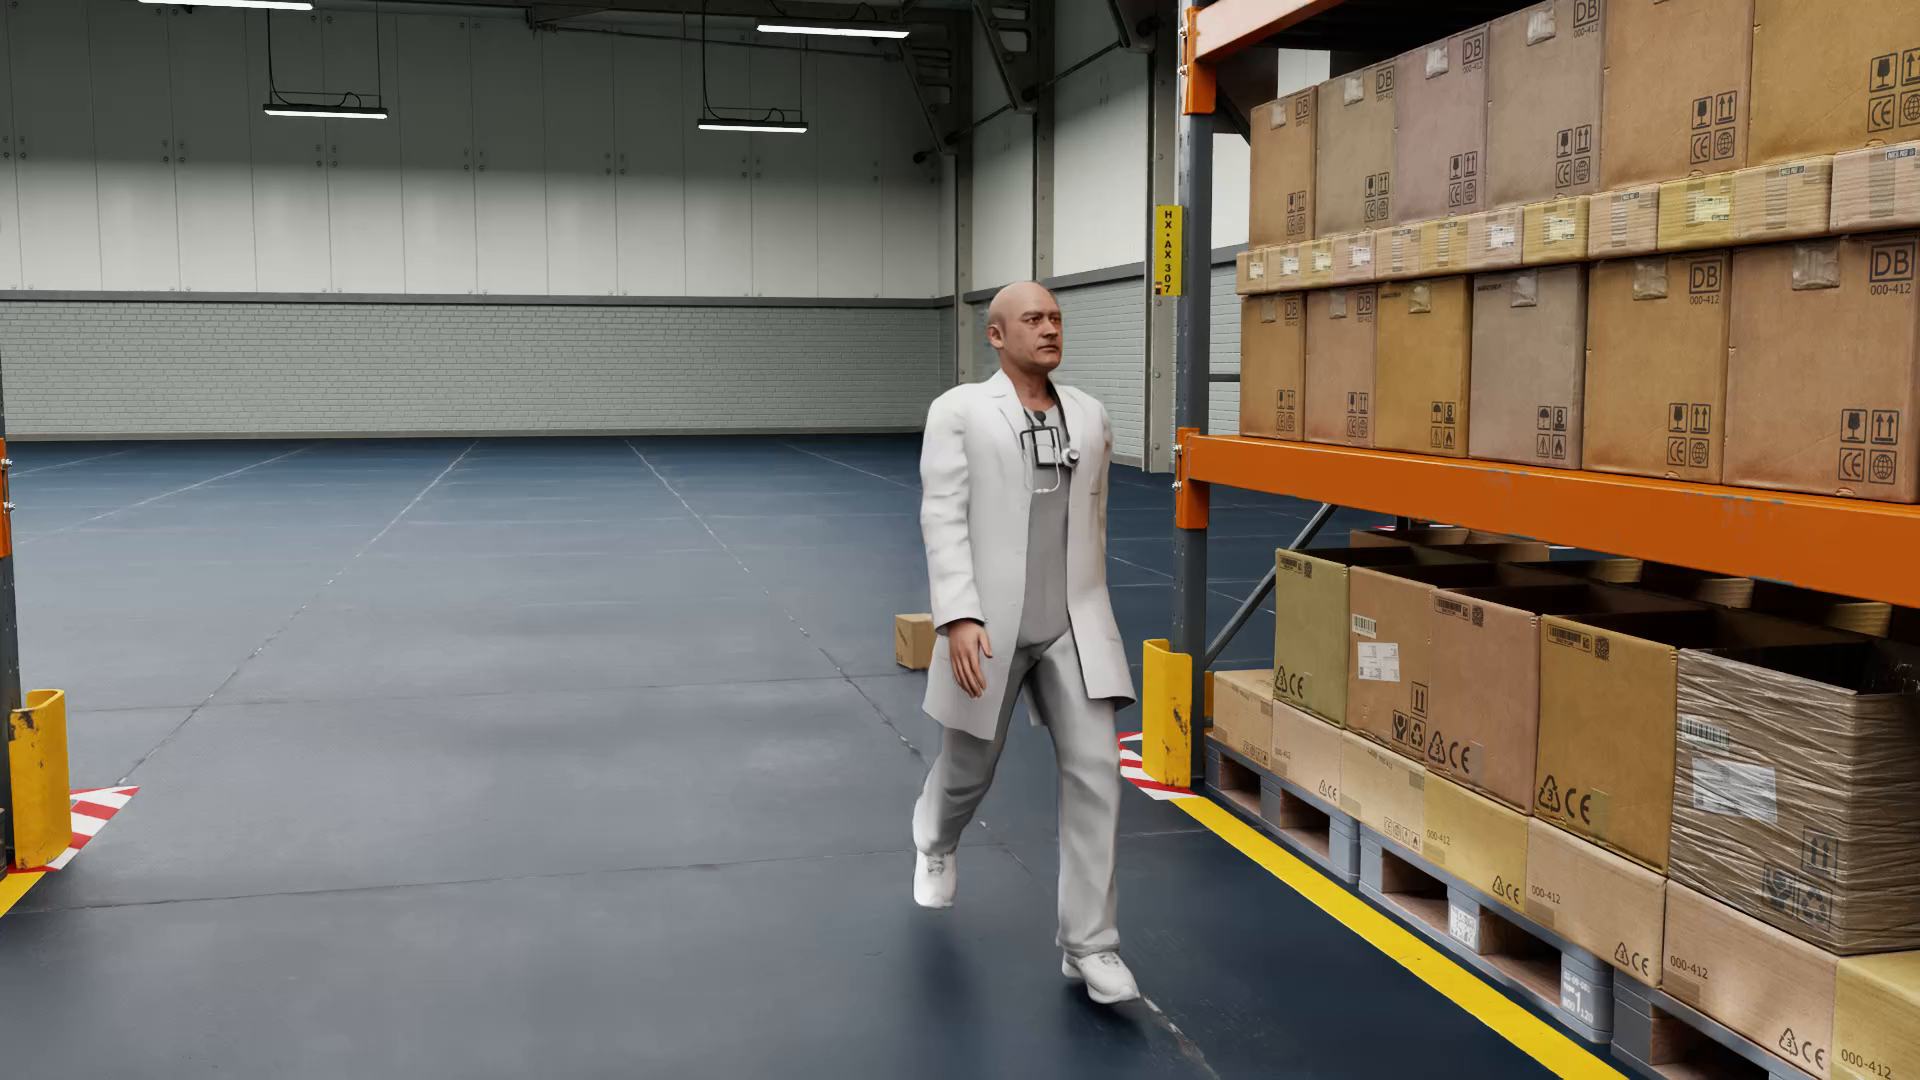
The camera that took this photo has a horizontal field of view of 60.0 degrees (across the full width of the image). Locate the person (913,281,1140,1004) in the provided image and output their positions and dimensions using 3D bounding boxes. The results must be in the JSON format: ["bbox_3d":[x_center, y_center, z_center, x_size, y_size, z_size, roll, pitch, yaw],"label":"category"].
[{"bbox_3d":[0.153,0.212,4.283,0.549,1.738,1.060,-2,6,-16],"label":"person"}]
